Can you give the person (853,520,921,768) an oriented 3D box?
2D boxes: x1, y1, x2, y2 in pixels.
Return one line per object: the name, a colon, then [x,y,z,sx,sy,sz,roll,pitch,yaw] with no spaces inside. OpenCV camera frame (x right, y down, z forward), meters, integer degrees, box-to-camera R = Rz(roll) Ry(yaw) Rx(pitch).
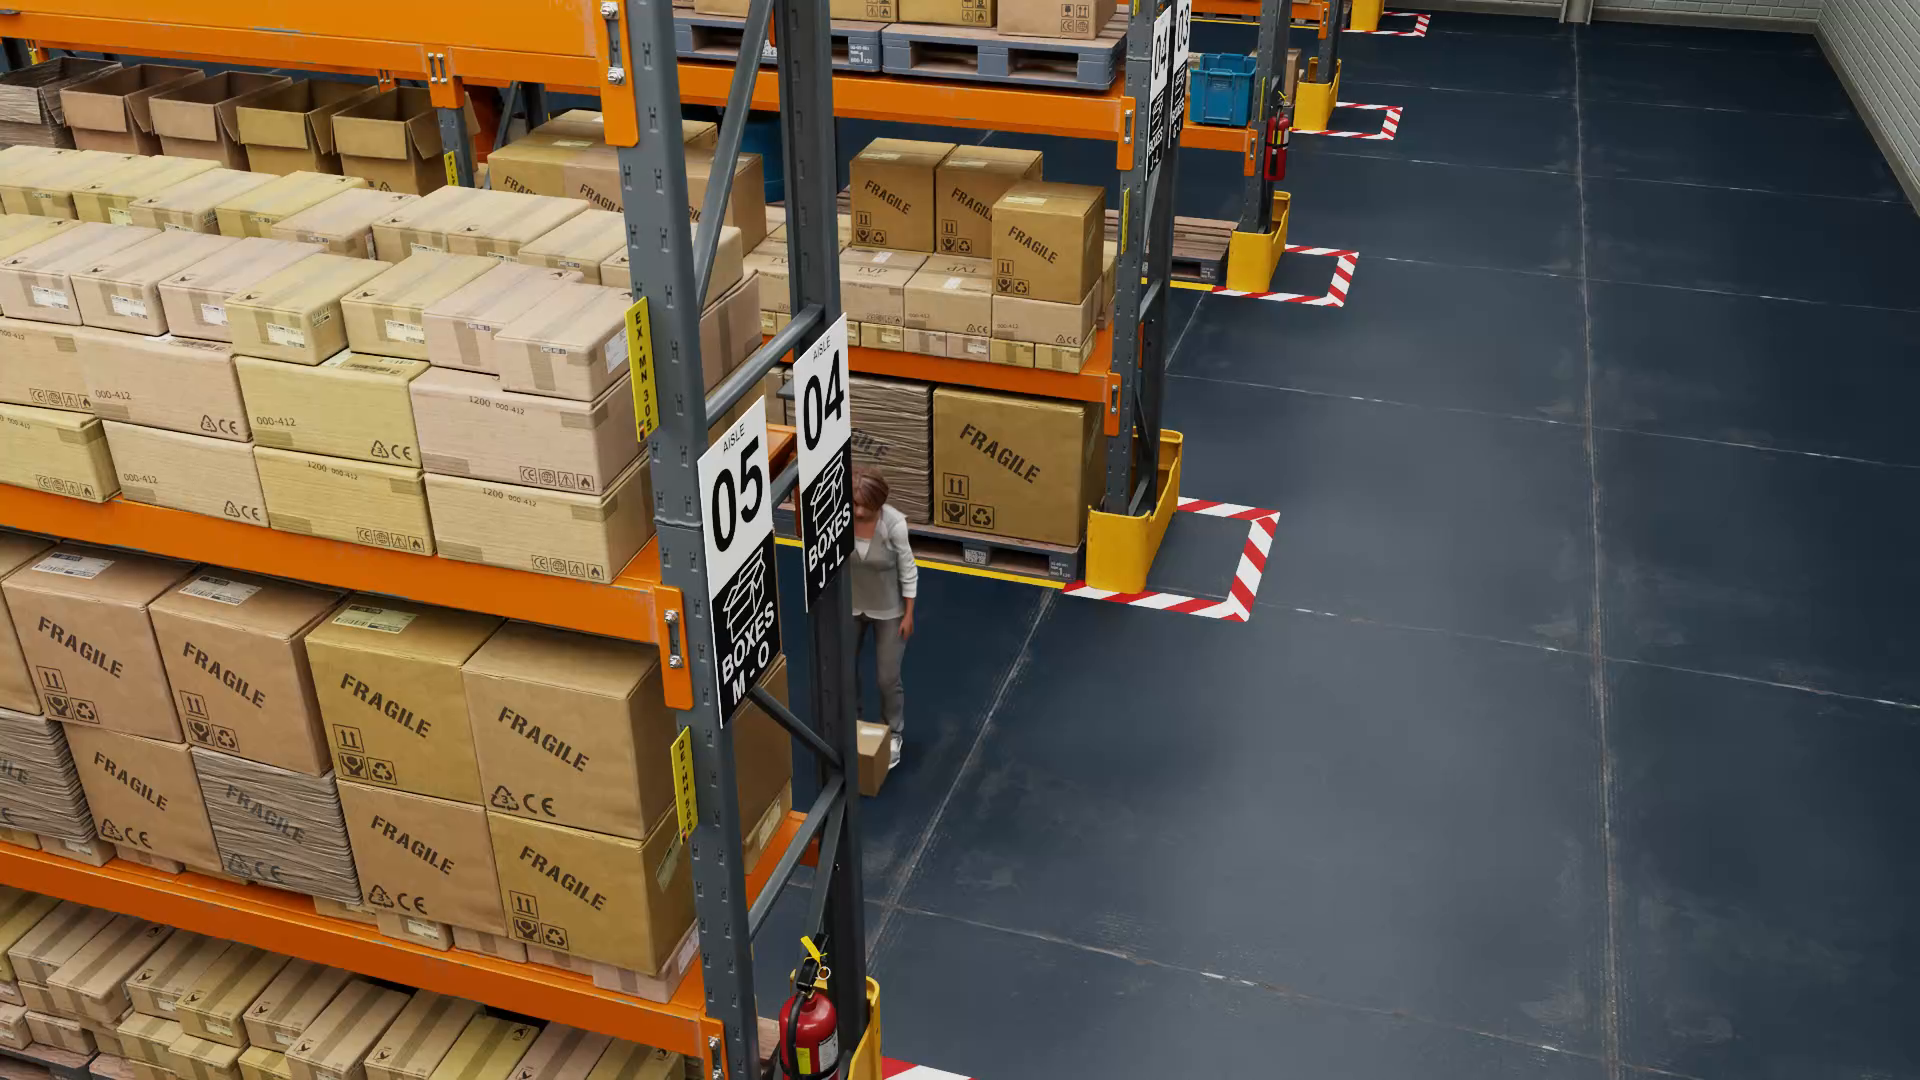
person: [-0.426,0.455,7.948,0.482,1.352,0.329,7,30,12]
